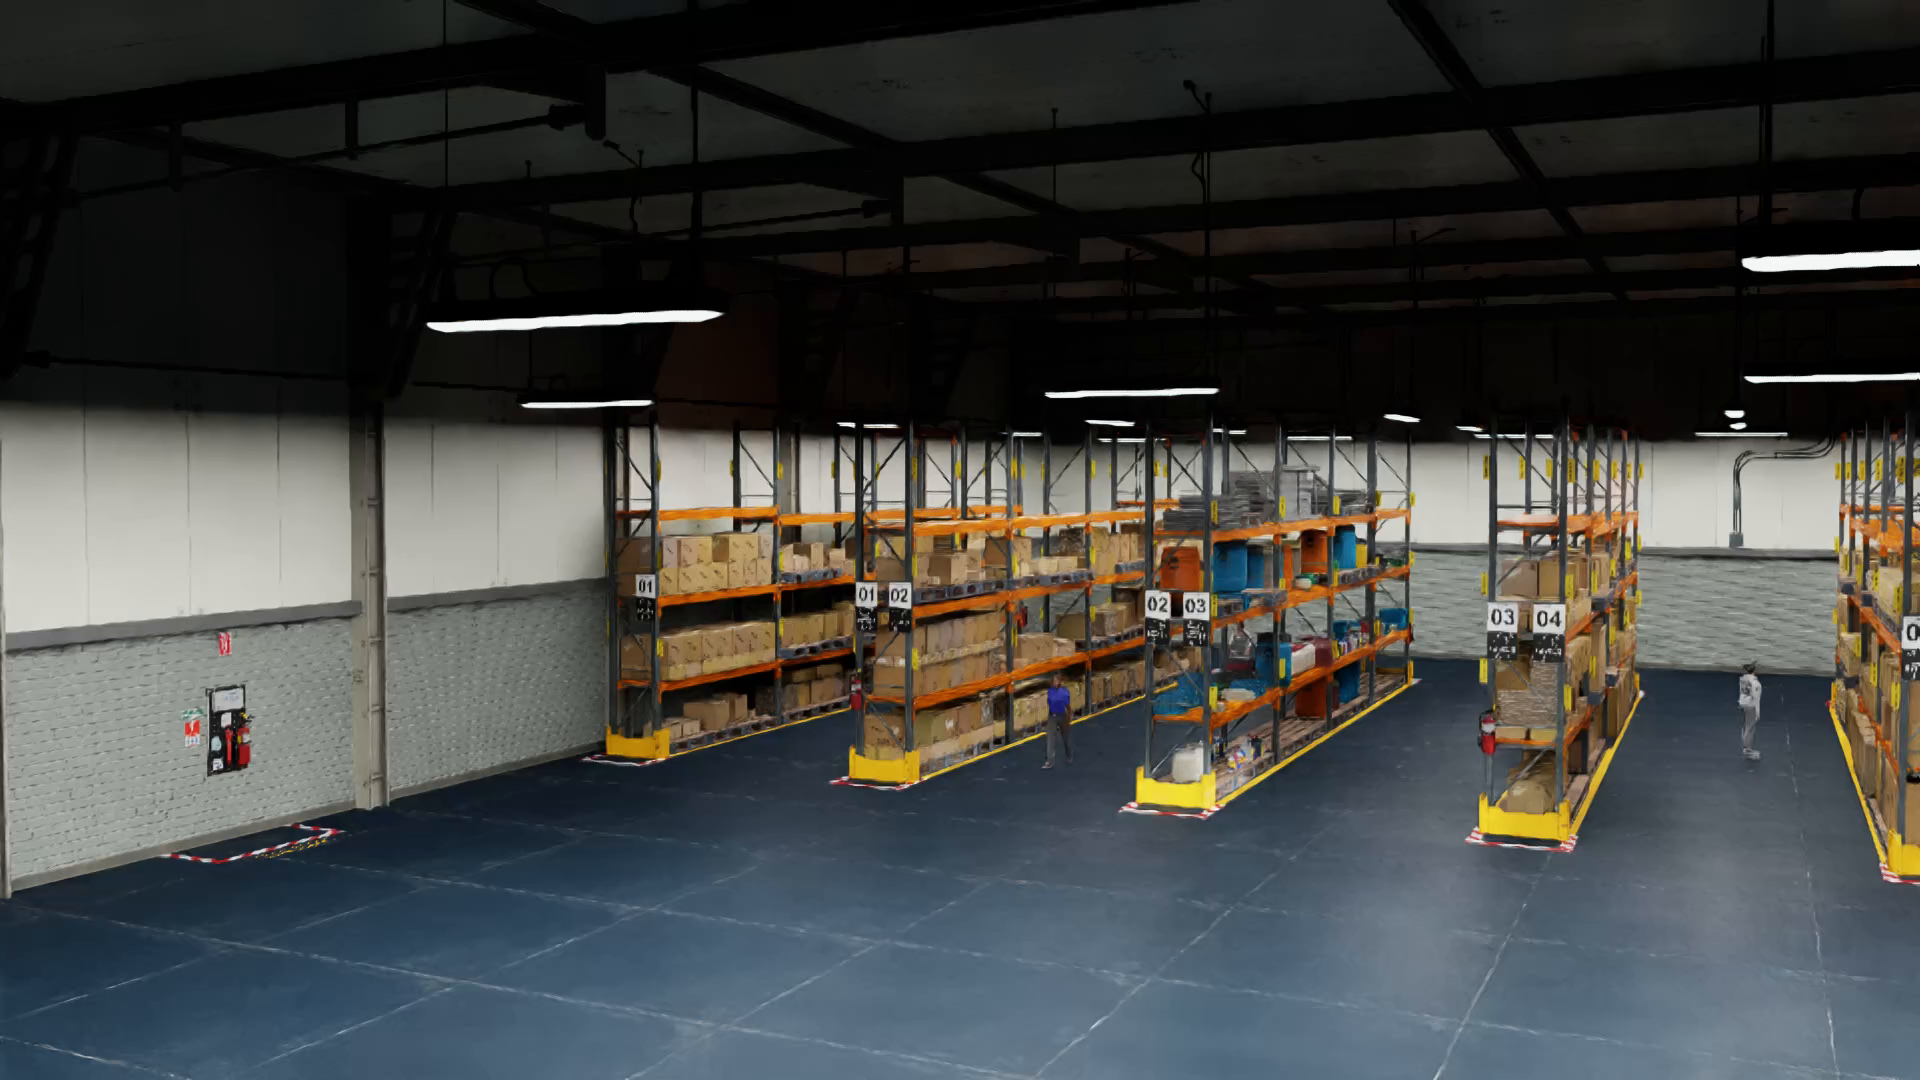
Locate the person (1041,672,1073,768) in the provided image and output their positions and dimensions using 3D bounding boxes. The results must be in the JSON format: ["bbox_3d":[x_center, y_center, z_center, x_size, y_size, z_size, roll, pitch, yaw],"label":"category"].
[{"bbox_3d":[1.669,3.028,27.976,0.461,1.577,0.999,1,3,24],"label":"person"}]

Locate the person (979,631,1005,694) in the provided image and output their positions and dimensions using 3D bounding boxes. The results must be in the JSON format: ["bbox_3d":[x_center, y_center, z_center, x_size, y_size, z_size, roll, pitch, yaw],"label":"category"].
[{"bbox_3d":[0.741,2.603,37.201,0.555,1.673,1.029,1,3,24],"label":"person"}]

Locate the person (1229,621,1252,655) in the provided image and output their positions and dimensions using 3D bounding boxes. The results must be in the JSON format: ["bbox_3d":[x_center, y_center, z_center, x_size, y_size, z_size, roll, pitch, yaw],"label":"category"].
[{"bbox_3d":[6.535,2.616,38.755,0.566,1.526,0.519,1,3,22],"label":"person"}]

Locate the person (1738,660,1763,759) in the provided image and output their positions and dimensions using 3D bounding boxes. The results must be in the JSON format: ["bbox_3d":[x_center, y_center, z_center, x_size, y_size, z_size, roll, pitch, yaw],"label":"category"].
[{"bbox_3d":[13.781,2.935,28.936,0.412,1.677,0.537,0,2,-3],"label":"person"}]
